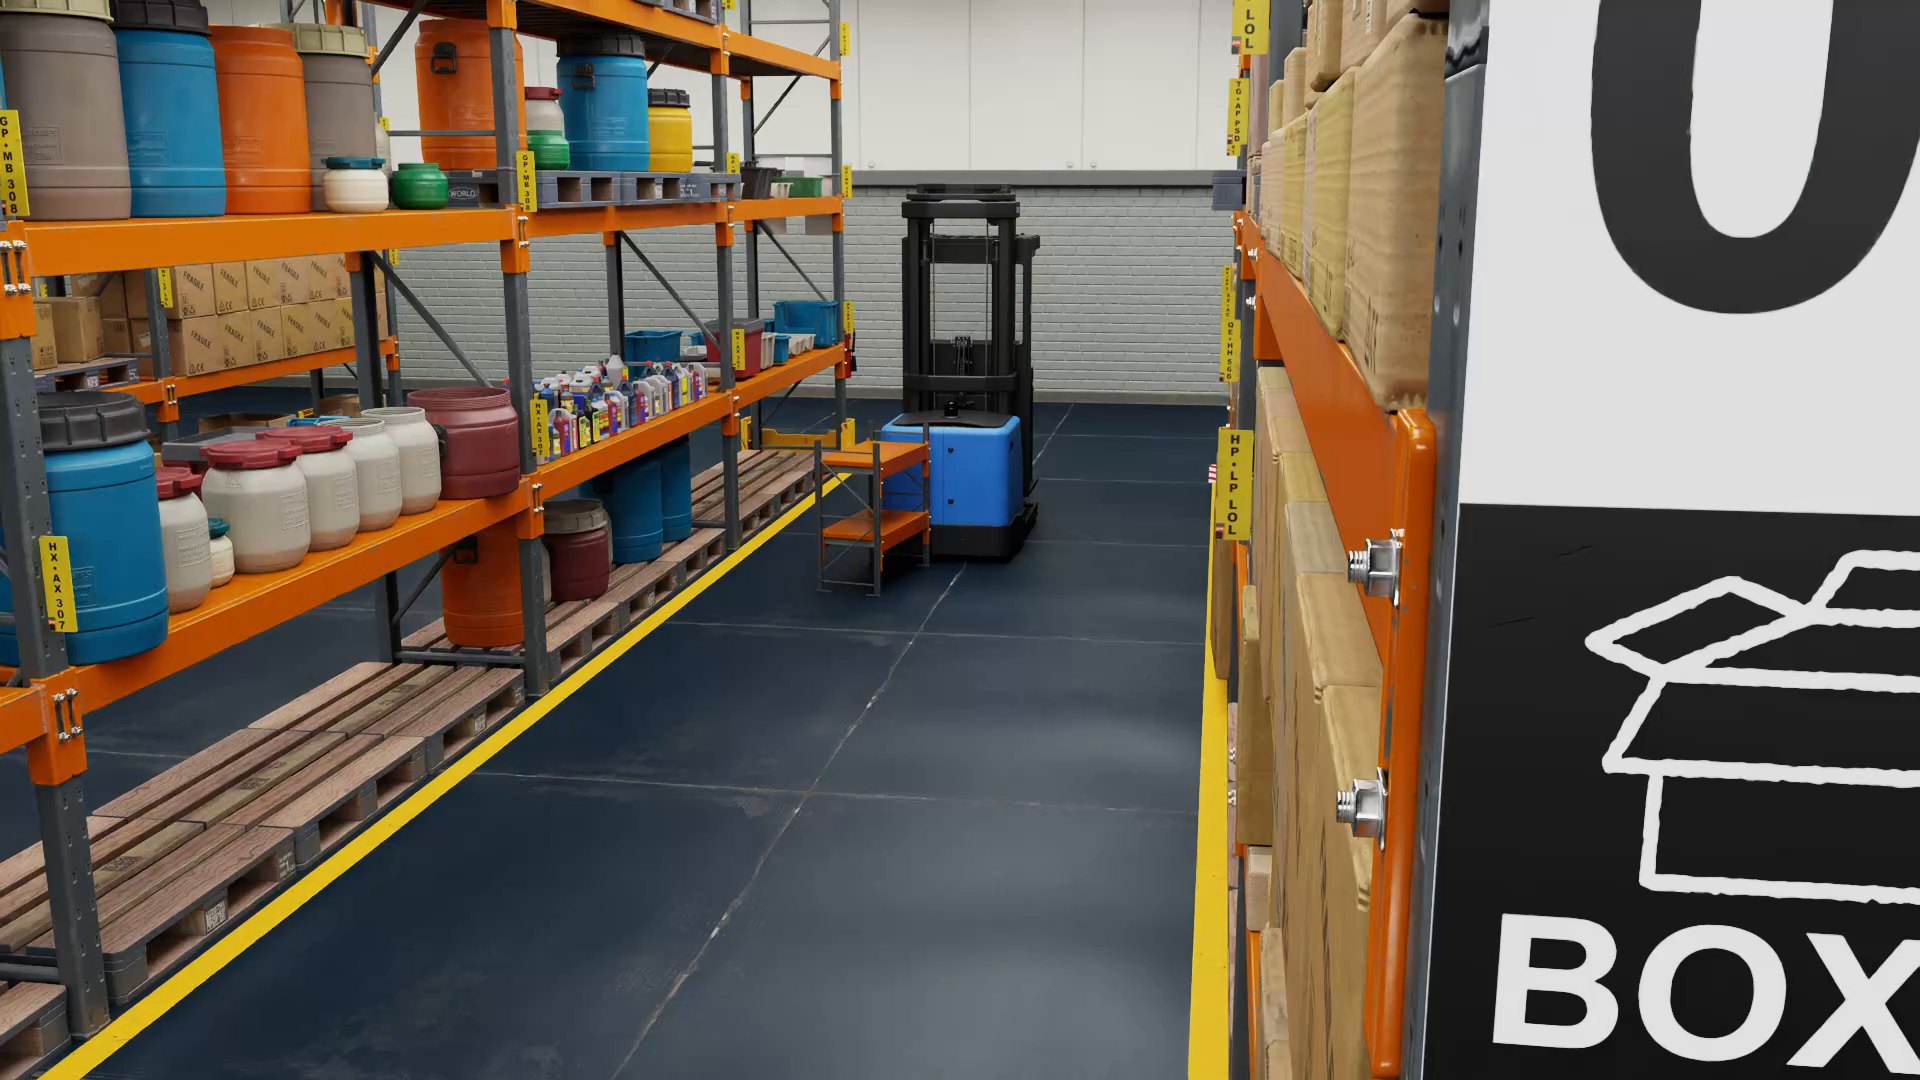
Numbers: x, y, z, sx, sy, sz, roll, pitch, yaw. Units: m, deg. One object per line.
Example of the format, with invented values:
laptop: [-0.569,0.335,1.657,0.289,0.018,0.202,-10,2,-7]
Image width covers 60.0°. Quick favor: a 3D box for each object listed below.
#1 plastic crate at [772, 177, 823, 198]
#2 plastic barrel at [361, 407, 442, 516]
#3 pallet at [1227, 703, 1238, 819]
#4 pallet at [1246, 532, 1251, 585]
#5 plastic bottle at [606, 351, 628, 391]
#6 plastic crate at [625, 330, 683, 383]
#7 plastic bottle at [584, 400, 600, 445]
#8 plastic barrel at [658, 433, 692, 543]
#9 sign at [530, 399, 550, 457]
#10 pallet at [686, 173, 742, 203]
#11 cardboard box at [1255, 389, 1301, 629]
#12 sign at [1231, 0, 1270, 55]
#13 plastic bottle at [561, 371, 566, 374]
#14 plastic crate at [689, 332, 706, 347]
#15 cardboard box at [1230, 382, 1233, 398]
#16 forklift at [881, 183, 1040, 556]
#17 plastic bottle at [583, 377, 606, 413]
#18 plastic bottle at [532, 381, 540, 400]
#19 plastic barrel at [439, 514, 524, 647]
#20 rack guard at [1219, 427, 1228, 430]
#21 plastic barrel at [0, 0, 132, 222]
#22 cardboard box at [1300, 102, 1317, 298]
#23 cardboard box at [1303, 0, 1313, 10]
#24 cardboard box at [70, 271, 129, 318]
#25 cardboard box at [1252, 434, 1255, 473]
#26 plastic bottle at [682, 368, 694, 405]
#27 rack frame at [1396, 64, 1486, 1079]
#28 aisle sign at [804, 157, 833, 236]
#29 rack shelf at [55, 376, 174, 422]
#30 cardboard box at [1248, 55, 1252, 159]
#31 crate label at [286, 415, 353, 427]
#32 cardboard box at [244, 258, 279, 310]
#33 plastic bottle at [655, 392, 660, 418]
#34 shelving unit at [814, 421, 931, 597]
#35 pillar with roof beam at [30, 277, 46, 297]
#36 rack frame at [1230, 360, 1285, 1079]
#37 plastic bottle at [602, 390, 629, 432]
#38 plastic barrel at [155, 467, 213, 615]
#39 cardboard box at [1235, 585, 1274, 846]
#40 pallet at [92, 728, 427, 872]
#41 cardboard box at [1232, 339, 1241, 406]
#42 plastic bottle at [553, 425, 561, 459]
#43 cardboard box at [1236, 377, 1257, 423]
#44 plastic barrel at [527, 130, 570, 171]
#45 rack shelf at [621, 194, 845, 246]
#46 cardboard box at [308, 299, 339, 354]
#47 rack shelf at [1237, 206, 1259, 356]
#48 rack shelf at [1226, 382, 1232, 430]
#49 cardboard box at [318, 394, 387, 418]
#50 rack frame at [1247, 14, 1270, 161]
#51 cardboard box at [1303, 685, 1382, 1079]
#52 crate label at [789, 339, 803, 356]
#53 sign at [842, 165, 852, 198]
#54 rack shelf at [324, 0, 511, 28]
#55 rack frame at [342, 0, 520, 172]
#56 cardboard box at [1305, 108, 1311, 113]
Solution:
plastic crate: [-1.566,-3.384,15.957,0.450,0.188,0.336,2,12,9]
plastic barrel: [-2.874,-0.404,8.481,0.421,0.512,0.421,0,12,0]
pallet: [1.845,1.116,8.313,1.003,0.211,1.213,2,12,9]
pallet: [1.703,0.098,6.876,1.003,0.211,1.213,2,12,9]
plastic bottle: [-2.692,-1.307,13.057,0.144,0.351,0.185,2,12,9]
plastic crate: [-2.577,-1.532,13.880,0.392,0.384,0.575,2,12,9]
plastic bottle: [-2.369,-0.763,10.693,0.061,0.283,0.133,2,12,9]
plastic barrel: [-2.412,-0.470,13.036,0.600,0.901,0.708,2,12,9]
sign: [-2.382,-0.633,9.426,0.100,0.325,0.005,2,12,9]
pallet: [-2.336,-2.610,12.314,1.213,0.211,1.003,2,12,9]
cardboard box: [0.956,-0.070,3.883,0.500,0.500,0.500,2,12,9]
sign: [0.803,-1.506,4.578,0.100,0.325,0.005,2,12,9]
plastic bottle: [-2.926,-1.098,12.247,0.061,0.283,0.133,2,12,9]
plastic crate: [-2.309,-1.806,15.507,0.416,0.233,0.300,2,12,9]
cardboard box: [2.305,-1.194,13.008,0.380,0.149,0.250,2,12,9]
forklift: [0.094,-1.564,14.293,1.130,2.935,3.031,2,12,8]
plastic bottle: [-2.470,-0.924,11.279,0.144,0.351,0.185,2,12,9]
plastic bottle: [-2.996,-0.980,11.538,0.144,0.351,0.185,2,12,9]
plastic barrel: [-2.869,0.183,10.178,0.600,0.830,0.708,2,12,9]
rack guard: [3.201,-0.858,16.788,1.175,0.500,0.348,2,12,9]
plastic barrel: [-3.578,-1.698,6.442,0.600,0.901,0.600,0,12,0]
cardboard box: [0.721,-0.456,2.227,0.500,0.250,0.500,2,12,10]
cardboard box: [0.725,-0.980,2.171,0.500,0.500,0.500,2,12,9]
cardboard box: [-7.384,-2.215,14.542,0.500,0.500,0.500,2,12,9]
cardboard box: [1.527,-0.197,6.543,0.797,0.503,0.637,3,13,14]
plastic bottle: [-2.109,-1.174,12.613,0.152,0.276,0.135,2,12,9]
rack frame: [0.737,1.256,1.047,1.000,3.000,0.127,2,12,9]
aisle sign: [-1.396,-3.512,16.998,0.394,0.787,0.004,2,12,9]
rack shelf: [-7.513,-0.796,12.275,1.077,0.370,4.000,2,12,9]
cardboard box: [1.559,-1.974,7.490,0.500,0.500,0.500,2,12,9]
crate label: [-3.347,-0.389,8.596,0.502,0.435,0.616,2,12,9]
cardboard box: [-6.697,-2.405,15.423,0.500,0.500,0.500,2,12,7]
plastic bottle: [-2.198,-0.979,11.888,0.097,0.201,0.097,0,12,0]
shelving unit: [-0.645,-0.259,12.526,0.538,1.125,1.048,4,13,19]
pillar with roof beam: [-7.672,-5.940,20.194,9.100,9.000,0.400,2,12,9]
rack frame: [1.352,0.423,4.910,1.000,3.000,0.127,2,12,9]
plastic bottle: [-2.328,-0.878,11.241,0.152,0.276,0.135,2,12,9]
plastic barrel: [-3.178,0.004,6.532,0.433,0.535,0.433,0,12,0]
cardboard box: [1.110,0.423,3.965,0.875,0.500,0.500,2,12,9]
pallet: [-3.275,1.206,7.895,1.003,0.211,1.213,2,12,9]
cardboard box: [2.264,-1.203,12.220,0.500,0.500,0.500,2,12,9]
plastic bottle: [-2.481,-0.596,10.111,0.097,0.201,0.097,0,12,0]
cardboard box: [1.880,-0.673,9.758,0.500,0.500,0.500,2,12,8]
plastic barrel: [-2.537,-2.379,10.164,0.294,0.245,0.294,0,12,0]
rack shelf: [-2.004,-2.934,15.074,1.077,0.370,4.000,2,12,9]
cardboard box: [-6.549,-2.132,16.528,0.500,0.500,0.500,2,12,9]
rack shelf: [1.659,-1.108,6.602,1.077,0.370,4.000,2,12,9]
rack shelf: [2.890,-1.307,14.645,1.077,0.370,4.000,2,12,9]
cardboard box: [-6.431,-1.269,17.649,0.500,0.500,0.500,2,12,9]
rack frame: [1.967,-3.342,8.142,1.000,3.000,0.127,2,12,9]
cardboard box: [0.577,0.450,1.468,0.500,0.500,0.500,2,12,9]
crate label: [-1.721,-1.842,15.902,0.396,0.136,0.243,2,12,9]
sign: [-1.151,-3.636,16.874,0.100,0.325,0.005,2,12,9]
rack shelf: [-3.235,-2.539,7.073,1.077,0.370,4.000,2,12,9]
rack frame: [-2.927,-3.503,8.887,1.000,3.000,0.127,2,12,9]
cardboard box: [0.834,-0.834,3.035,0.380,0.149,0.250,2,12,8]
